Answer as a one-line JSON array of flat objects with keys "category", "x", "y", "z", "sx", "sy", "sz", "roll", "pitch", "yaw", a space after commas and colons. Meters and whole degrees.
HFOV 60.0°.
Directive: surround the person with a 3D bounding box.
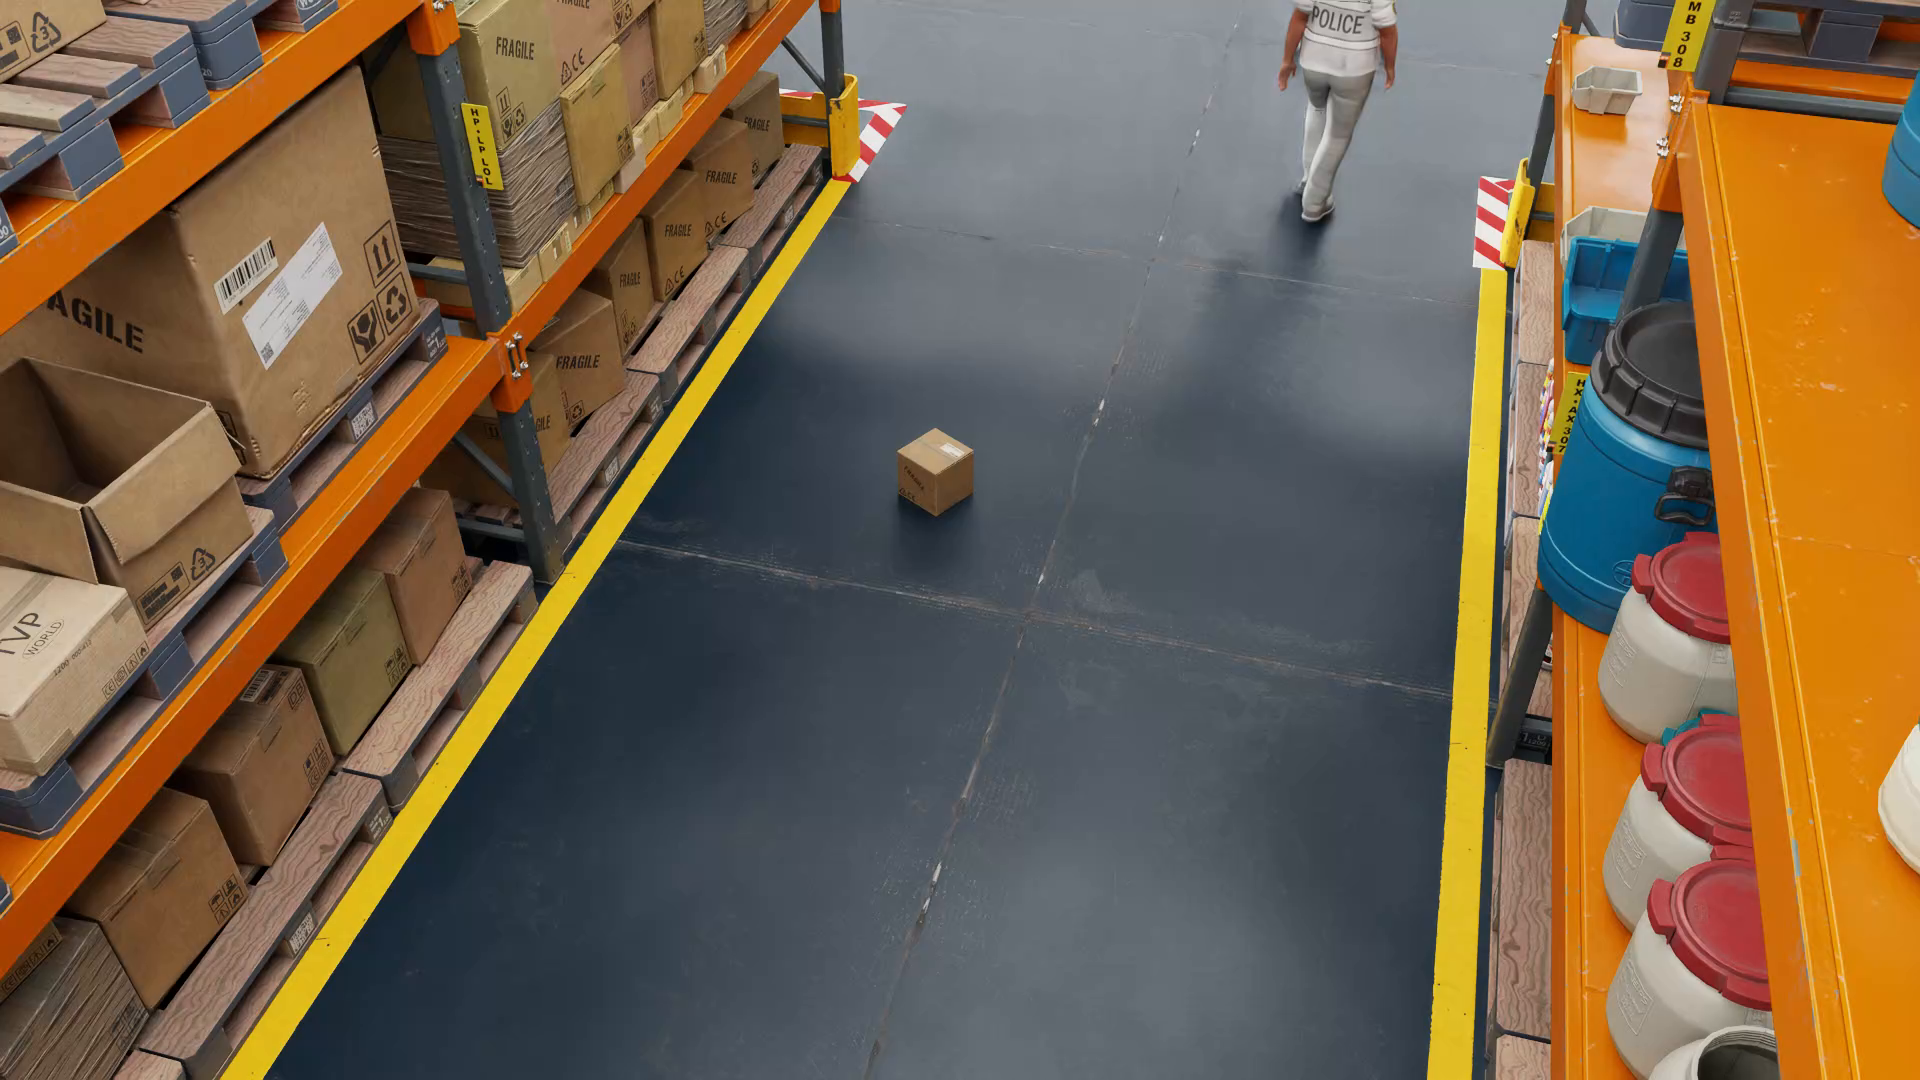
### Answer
[{"category": "person", "x": 2.098, "y": -2.605, "z": 9.189, "sx": 0.588, "sy": 1.852, "sz": 0.553, "roll": 25, "pitch": 47, "yaw": 26}]
